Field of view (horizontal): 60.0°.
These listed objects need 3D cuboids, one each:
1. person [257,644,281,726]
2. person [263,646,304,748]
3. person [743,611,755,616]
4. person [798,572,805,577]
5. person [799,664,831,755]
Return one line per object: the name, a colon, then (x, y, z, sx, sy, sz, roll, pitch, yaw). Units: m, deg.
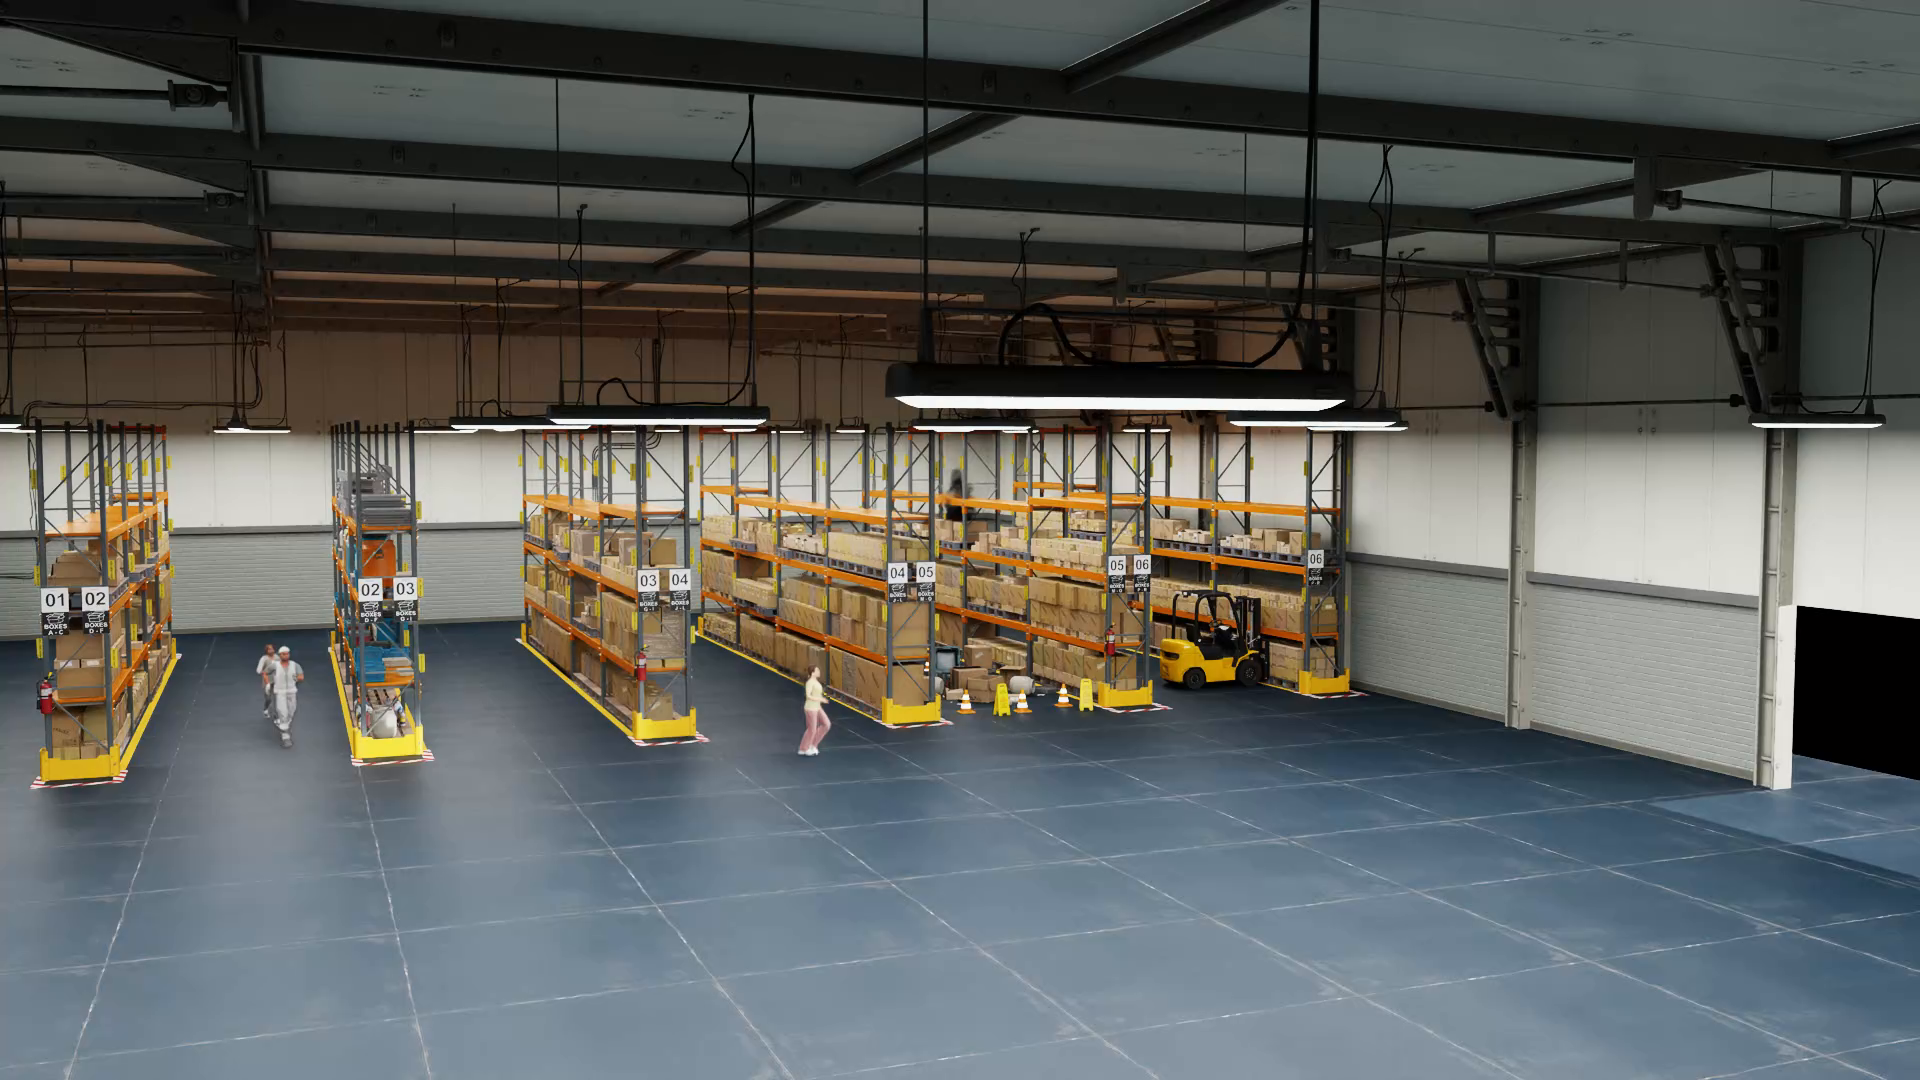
person: (-13.687, 2.854, 33.030, 0.538, 1.602, 0.877, -3, 4, -37)
person: (-12.517, 2.878, 30.839, 0.655, 1.817, 0.909, -3, 5, -40)
person: (-6.197, 1.796, 49.138, 0.765, 1.723, 0.715, 2, 4, 26)
person: (-4.707, 1.776, 50.631, 0.857, 1.595, 0.514, -1, 4, -19)
person: (-2.602, 3.160, 29.718, 0.609, 1.399, 0.574, 1, 4, 14)
